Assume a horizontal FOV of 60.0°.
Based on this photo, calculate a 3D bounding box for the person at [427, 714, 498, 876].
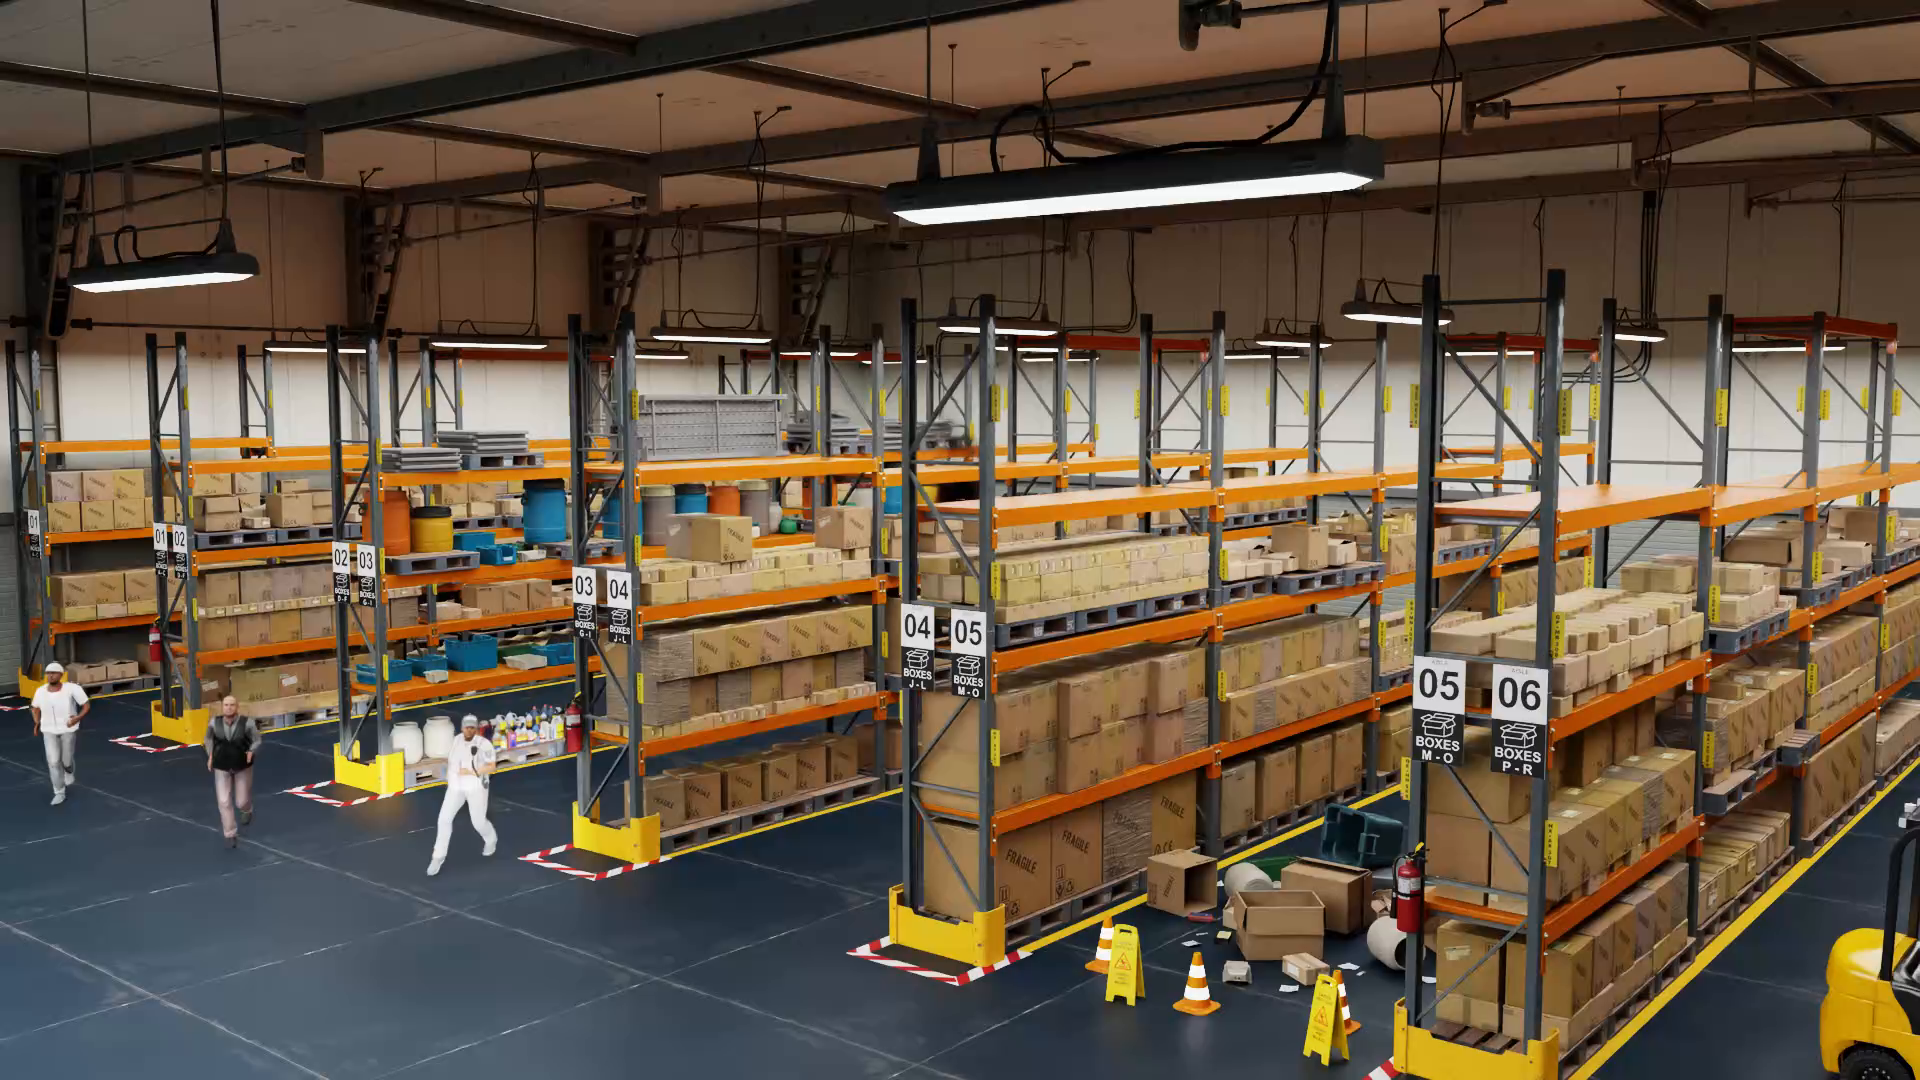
[{"bbox_3d":[-5.338,2.720,18.072,0.628,1.668,0.926,1,5,9],"label":"person"}]

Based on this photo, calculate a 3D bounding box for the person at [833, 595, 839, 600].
[{"bbox_3d":[-2.613,1.459,32.164,0.616,1.660,0.554,3,6,26],"label":"person"}]

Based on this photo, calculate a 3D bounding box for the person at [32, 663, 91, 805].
[{"bbox_3d":[-11.372,2.415,21.030,0.692,1.754,0.751,-1,5,-15],"label":"person"}]

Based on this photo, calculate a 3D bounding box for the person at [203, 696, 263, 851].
[{"bbox_3d":[-8.322,2.612,19.067,0.644,1.708,0.887,-2,5,-16],"label":"person"}]

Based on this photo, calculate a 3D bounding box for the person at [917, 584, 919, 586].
[{"bbox_3d":[-0.741,1.195,35.149,0.605,1.701,0.776,3,6,31],"label":"person"}]
